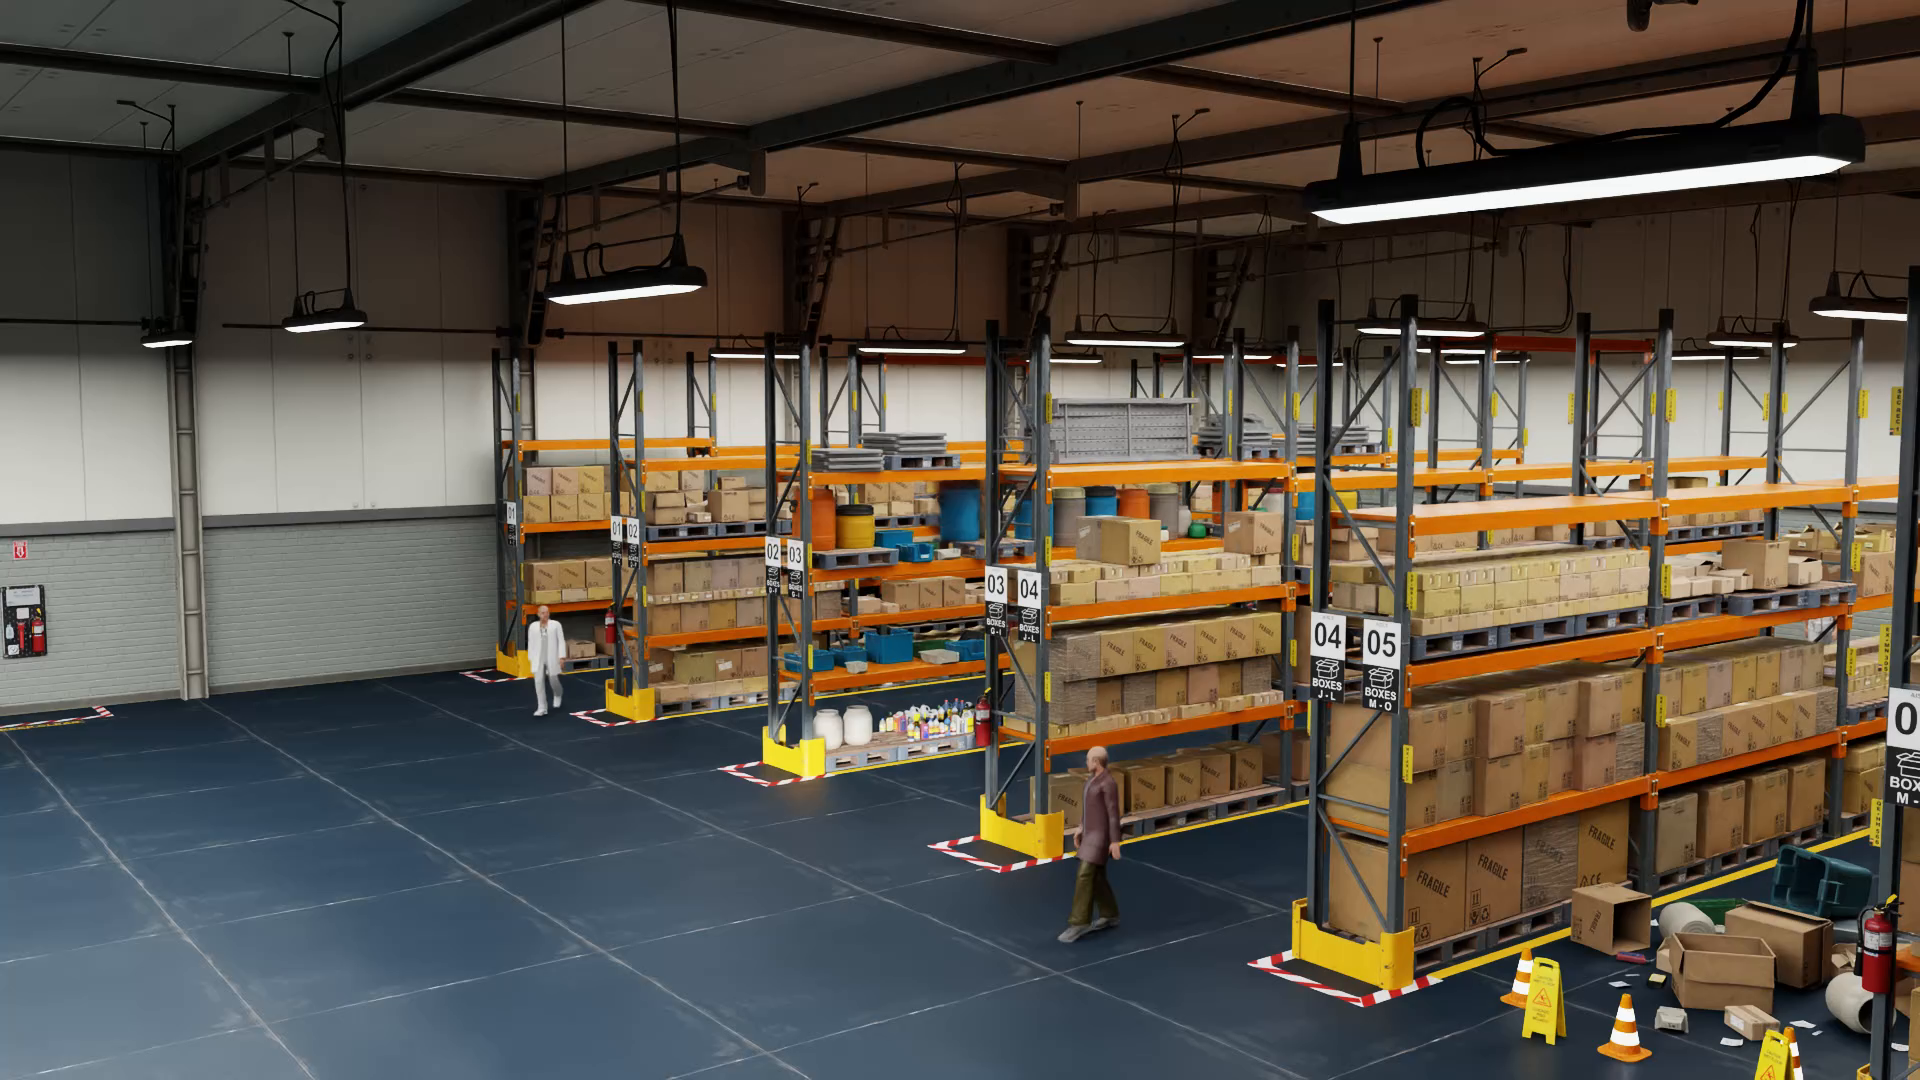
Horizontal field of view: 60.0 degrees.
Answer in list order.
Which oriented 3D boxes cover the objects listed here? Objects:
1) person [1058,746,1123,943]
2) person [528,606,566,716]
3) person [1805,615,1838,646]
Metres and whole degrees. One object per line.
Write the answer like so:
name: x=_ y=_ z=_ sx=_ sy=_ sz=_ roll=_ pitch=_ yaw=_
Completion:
person: x=1.227 y=2.883 z=15.988 sx=0.705 sy=1.794 sz=0.662 roll=-1 pitch=5 yaw=-9
person: x=-6.660 y=1.918 z=26.859 sx=0.602 sy=1.749 sz=0.921 roll=0 pitch=5 yaw=2
person: x=15.656 y=1.661 z=30.196 sx=0.540 sy=1.787 sz=0.862 roll=2 pitch=5 yaw=19
